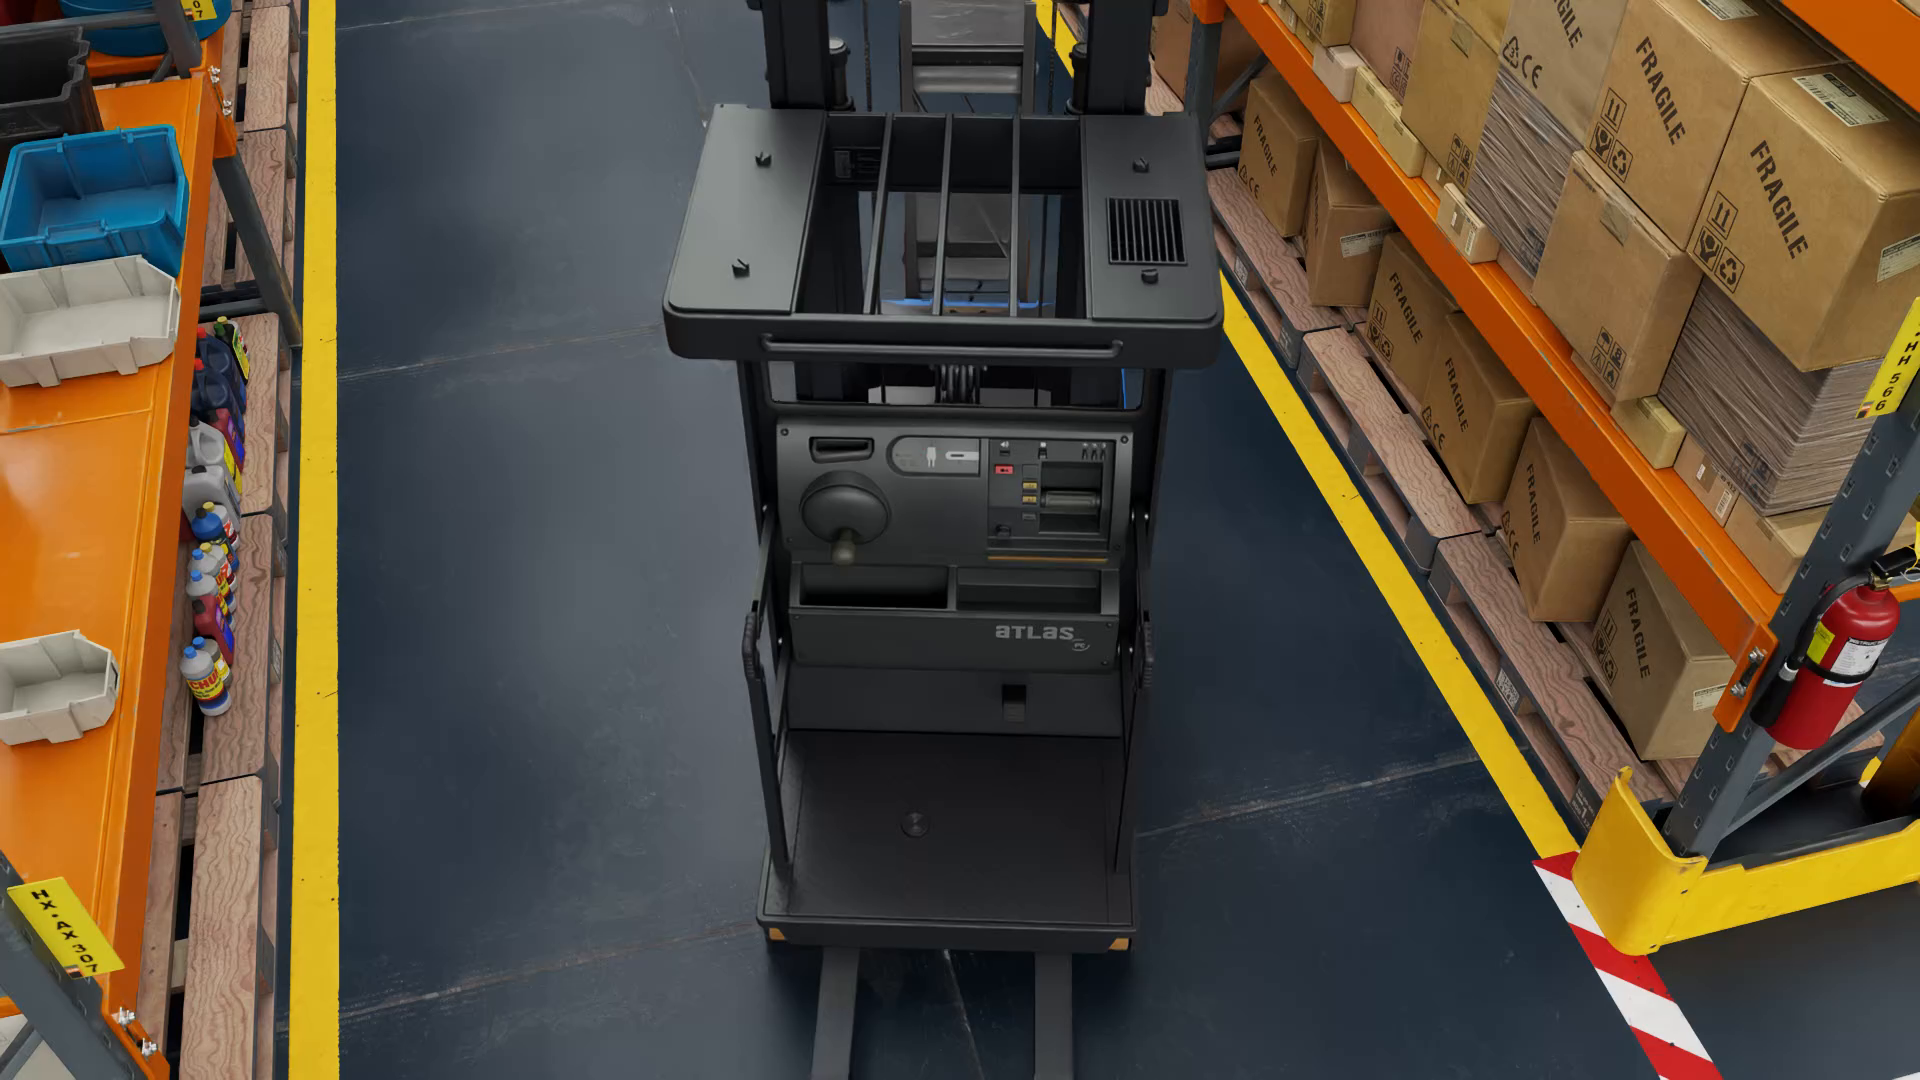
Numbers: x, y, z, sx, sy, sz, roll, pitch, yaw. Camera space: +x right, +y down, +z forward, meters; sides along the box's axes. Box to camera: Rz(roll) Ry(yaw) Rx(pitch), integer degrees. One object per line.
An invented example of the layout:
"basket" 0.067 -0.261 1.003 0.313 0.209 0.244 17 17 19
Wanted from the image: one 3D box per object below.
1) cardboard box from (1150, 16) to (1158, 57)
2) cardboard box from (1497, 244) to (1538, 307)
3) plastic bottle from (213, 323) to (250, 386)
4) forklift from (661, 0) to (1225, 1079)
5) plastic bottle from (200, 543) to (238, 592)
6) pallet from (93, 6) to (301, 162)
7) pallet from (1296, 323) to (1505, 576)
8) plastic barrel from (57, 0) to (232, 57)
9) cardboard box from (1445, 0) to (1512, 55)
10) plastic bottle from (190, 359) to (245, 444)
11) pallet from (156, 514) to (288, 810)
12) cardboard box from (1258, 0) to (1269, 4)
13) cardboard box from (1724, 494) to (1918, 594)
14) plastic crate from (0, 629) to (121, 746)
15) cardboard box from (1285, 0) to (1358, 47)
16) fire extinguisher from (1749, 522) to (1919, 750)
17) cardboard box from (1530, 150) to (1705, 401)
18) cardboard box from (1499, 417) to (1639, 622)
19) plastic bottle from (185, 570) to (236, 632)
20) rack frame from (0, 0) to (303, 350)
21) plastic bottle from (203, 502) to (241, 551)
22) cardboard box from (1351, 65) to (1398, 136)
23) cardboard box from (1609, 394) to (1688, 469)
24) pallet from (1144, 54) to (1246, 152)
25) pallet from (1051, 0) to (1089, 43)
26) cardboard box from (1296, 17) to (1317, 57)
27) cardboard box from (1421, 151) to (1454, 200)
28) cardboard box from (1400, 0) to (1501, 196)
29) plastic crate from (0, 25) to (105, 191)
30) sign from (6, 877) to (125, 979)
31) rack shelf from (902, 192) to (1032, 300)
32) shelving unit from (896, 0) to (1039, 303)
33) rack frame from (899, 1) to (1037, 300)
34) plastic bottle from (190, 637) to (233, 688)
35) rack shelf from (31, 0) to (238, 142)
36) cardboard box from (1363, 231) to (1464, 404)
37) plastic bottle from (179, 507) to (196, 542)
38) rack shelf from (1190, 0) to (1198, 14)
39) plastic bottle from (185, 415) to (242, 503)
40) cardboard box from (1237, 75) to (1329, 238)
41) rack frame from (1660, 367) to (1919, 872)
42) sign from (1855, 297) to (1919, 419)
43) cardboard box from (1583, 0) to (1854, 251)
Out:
"cardboard box" 1.265 -2.758 8.295 0.700 0.500 0.500 -11 47 -11
"cardboard box" 1.921 -0.888 5.196 0.380 0.149 0.250 -11 47 -10
"plastic bottle" -2.841 -0.744 6.473 0.061 0.283 0.133 -9 46 -8
"forklift" -0.021 -0.028 4.225 1.130 2.935 3.031 1 46 1
"plastic bottle" -2.561 0.091 5.712 0.097 0.201 0.097 0 46 0
"pallet" -3.837 -2.216 8.274 1.003 0.211 1.213 -11 47 -10
"pallet" 2.027 -0.442 6.535 1.003 0.211 1.213 -11 47 -10
"plastic barrel" -3.089 -2.311 6.063 0.600 0.901 0.708 -11 47 -10
"cardboard box" 1.770 -1.817 4.952 0.500 0.500 0.500 -11 47 -10
"plastic bottle" -2.790 -0.515 6.202 0.144 0.351 0.185 -13 47 -12
"pallet" -2.835 0.478 5.634 1.003 0.211 1.213 -11 47 -10
"cardboard box" 1.321 -2.252 6.533 0.380 0.149 0.250 -11 47 -10
"cardboard box" 2.256 -0.028 4.353 0.380 0.149 0.250 -11 47 -10
"plastic crate" -2.177 0.364 3.978 0.298 0.136 0.250 -11 47 -10
"cardboard box" 1.654 -2.184 6.012 0.875 0.500 0.500 -11 47 -10
"fire extinguisher" 2.113 0.233 3.975 0.296 0.674 0.183 -11 47 -10
"cardboard box" 2.171 -0.804 4.660 0.875 0.500 0.500 -11 47 -10
"cardboard box" 2.199 -0.070 5.674 0.500 0.500 0.500 0 46 0
"plastic bottle" -2.510 0.204 5.552 0.097 0.271 0.097 0 46 0
"rack frame" -3.283 -1.813 5.927 1.000 3.000 0.127 -11 47 -10
"plastic bottle" -2.613 -0.051 5.851 0.097 0.201 0.097 0 46 0
"cardboard box" 1.613 -1.569 5.863 0.380 0.149 0.250 -11 47 -10
"cardboard box" 2.079 -0.364 4.682 0.380 0.149 0.250 -11 47 -10
"pallet" 1.304 -2.280 8.337 1.003 0.211 1.213 -11 47 -10
"pallet" 0.988 -3.124 9.164 1.003 0.211 1.213 -11 47 -10
"cardboard box" 1.485 -1.914 6.201 0.380 0.149 0.250 -11 47 -10
"cardboard box" 1.774 -1.230 5.531 0.380 0.149 0.250 -11 47 -10
"cardboard box" 1.968 -1.505 5.346 0.875 0.500 0.500 -11 47 -10
"plastic crate" -3.272 -1.407 5.572 0.767 0.338 0.504 -11 47 -10
"sign" -1.726 0.754 3.217 0.100 0.325 0.005 -11 47 -10
"rack shelf" 0.026 -0.997 5.776 0.431 0.518 0.480 0 46 0
"shelving unit" 0.026 -1.007 5.766 0.431 2.100 0.503 0 46 0
"rack frame" 0.023 -0.832 5.596 0.400 2.100 0.015 0 46 0
"plastic bottle" -2.448 0.394 5.415 0.097 0.201 0.097 0 46 0
"rack shelf" -3.795 -2.942 7.537 1.077 0.370 4.000 -11 47 -10
"cardboard box" 1.958 -0.899 6.487 0.500 0.500 0.500 -15 47 -14
"plastic bottle" -2.773 -0.136 5.877 0.061 0.283 0.133 -11 47 -10
"rack shelf" 0.993 -3.848 8.424 1.077 0.370 4.000 -11 47 -10
"plastic bottle" -2.708 -0.292 5.983 0.144 0.351 0.185 -11 47 -11
"cardboard box" 1.569 -1.707 7.279 0.500 0.500 0.500 -12 47 -12
"rack frame" 2.529 0.043 4.108 1.000 3.000 0.127 -11 47 -10
"sign" 1.987 -0.385 3.495 0.100 0.325 0.005 -11 47 -10
"cardboard box" 2.016 -1.125 4.274 0.500 0.500 0.500 -11 47 -10
